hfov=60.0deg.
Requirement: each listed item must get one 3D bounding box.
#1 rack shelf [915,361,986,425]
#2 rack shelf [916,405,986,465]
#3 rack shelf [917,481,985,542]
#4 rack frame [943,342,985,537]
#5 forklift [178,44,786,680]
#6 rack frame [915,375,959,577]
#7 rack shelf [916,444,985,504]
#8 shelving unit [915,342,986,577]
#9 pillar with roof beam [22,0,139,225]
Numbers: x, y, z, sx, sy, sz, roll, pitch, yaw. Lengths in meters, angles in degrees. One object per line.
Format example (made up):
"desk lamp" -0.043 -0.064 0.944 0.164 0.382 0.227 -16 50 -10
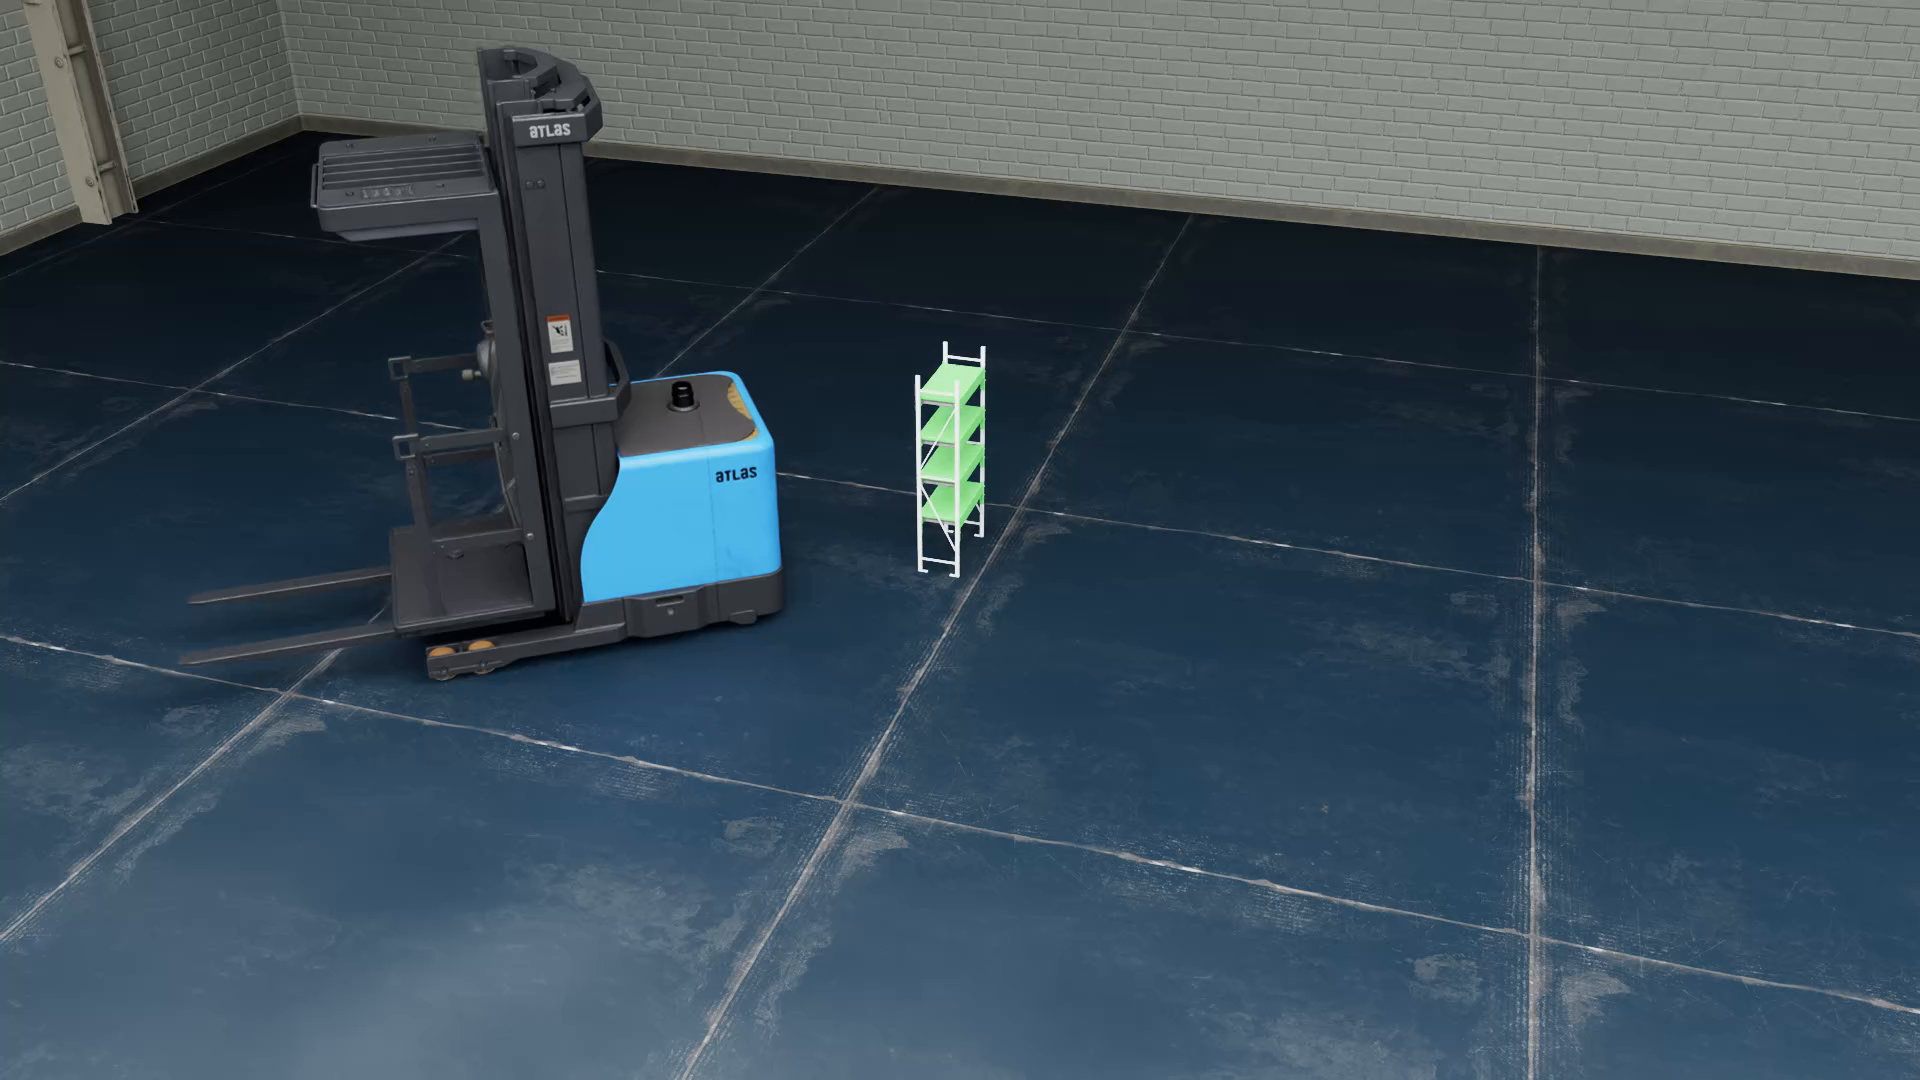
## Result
"rack shelf" -0.049 -0.811 9.118 0.258 0.148 0.480 8 30 15
"rack shelf" -0.049 -0.601 9.234 0.258 0.148 0.480 8 30 15
"rack shelf" -0.049 -0.182 9.468 0.258 0.148 0.480 8 30 15
"rack frame" 0.023 -0.561 9.524 0.240 1.200 0.015 8 30 15
"forklift" -2.516 -0.855 8.272 3.031 2.935 1.130 -9 30 -16
"rack frame" -0.120 -0.334 9.116 0.240 1.200 0.015 8 30 15
"rack shelf" -0.049 -0.392 9.351 0.258 0.148 0.480 8 30 15
"shelving unit" -0.049 -0.447 9.320 0.258 1.200 0.503 8 30 15
"pillar with roof beam" -3.550 -6.236 11.703 9.100 9.000 0.400 8 30 15
